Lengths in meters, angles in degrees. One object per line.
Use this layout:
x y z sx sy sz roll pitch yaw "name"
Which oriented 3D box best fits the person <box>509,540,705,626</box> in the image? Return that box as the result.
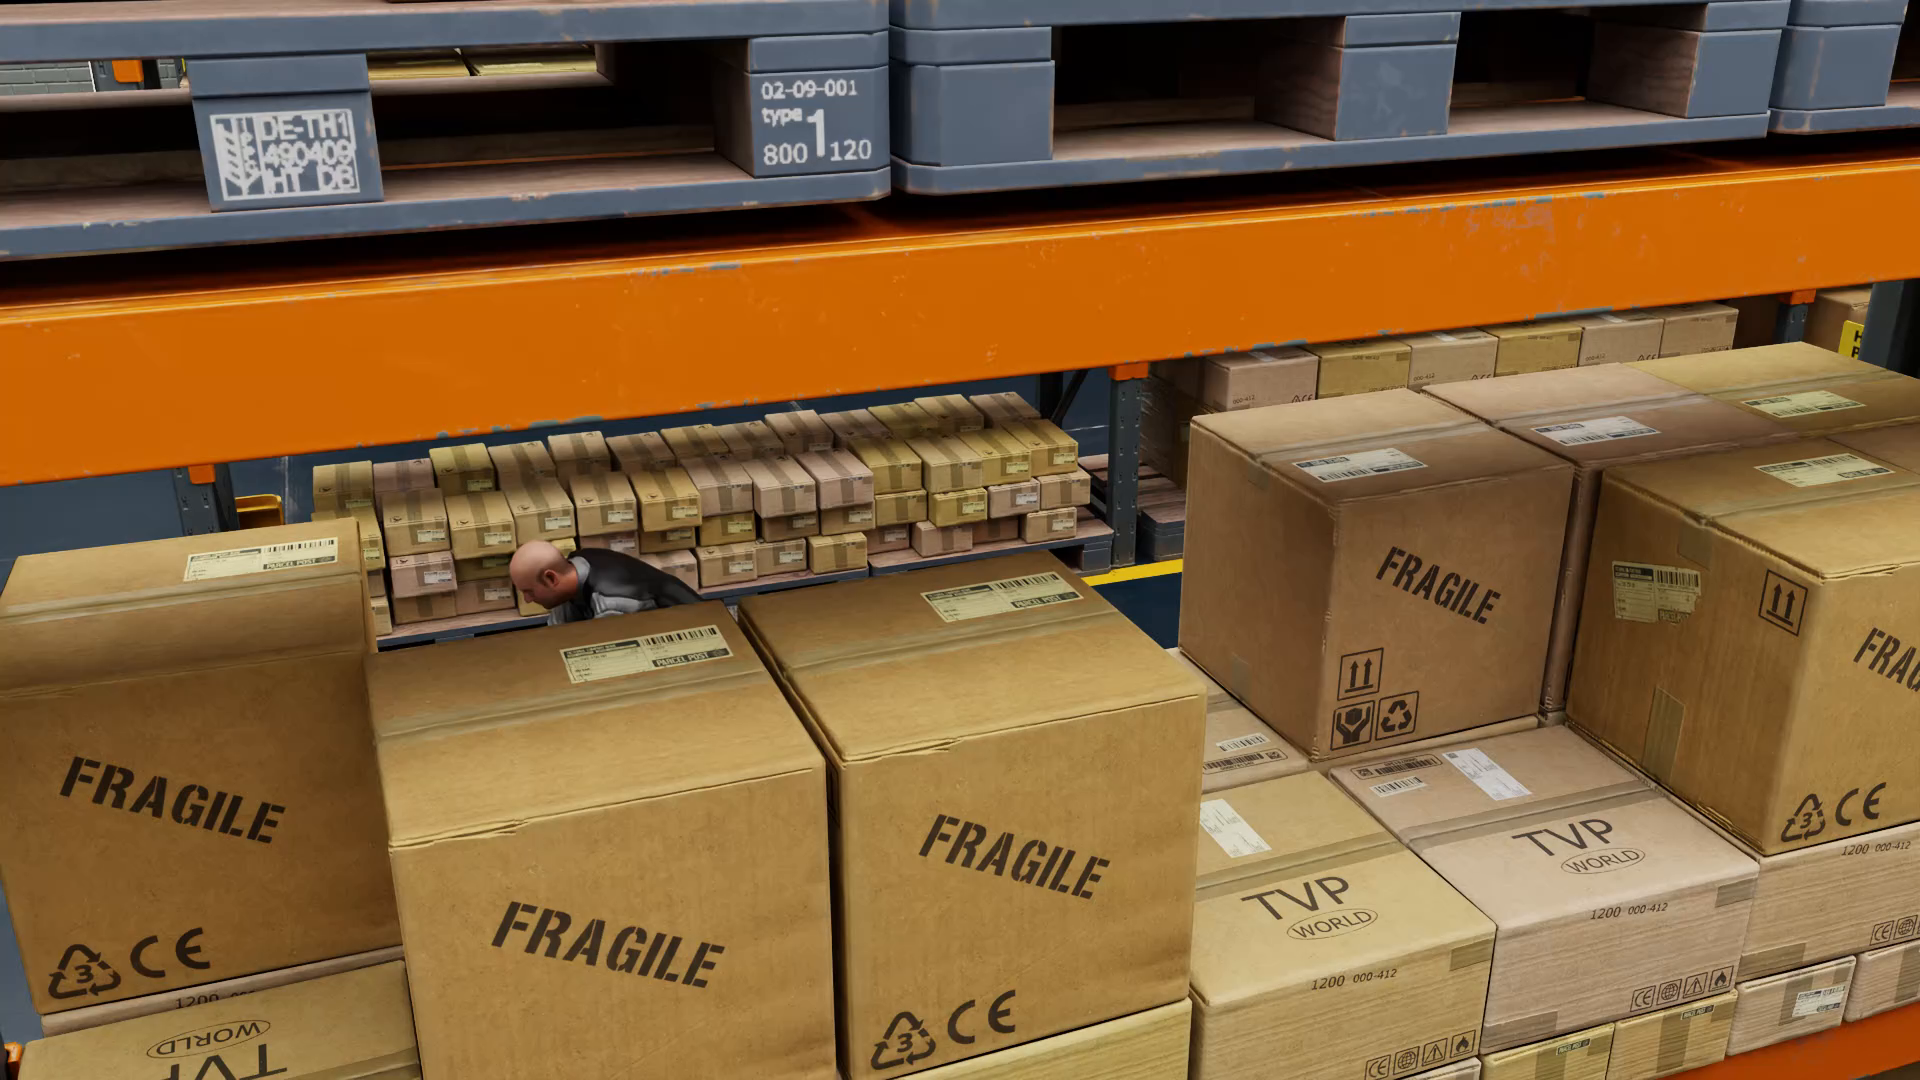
-1.277 0.401 6.158 0.859 0.968 0.528 -8 24 -19 "person"
